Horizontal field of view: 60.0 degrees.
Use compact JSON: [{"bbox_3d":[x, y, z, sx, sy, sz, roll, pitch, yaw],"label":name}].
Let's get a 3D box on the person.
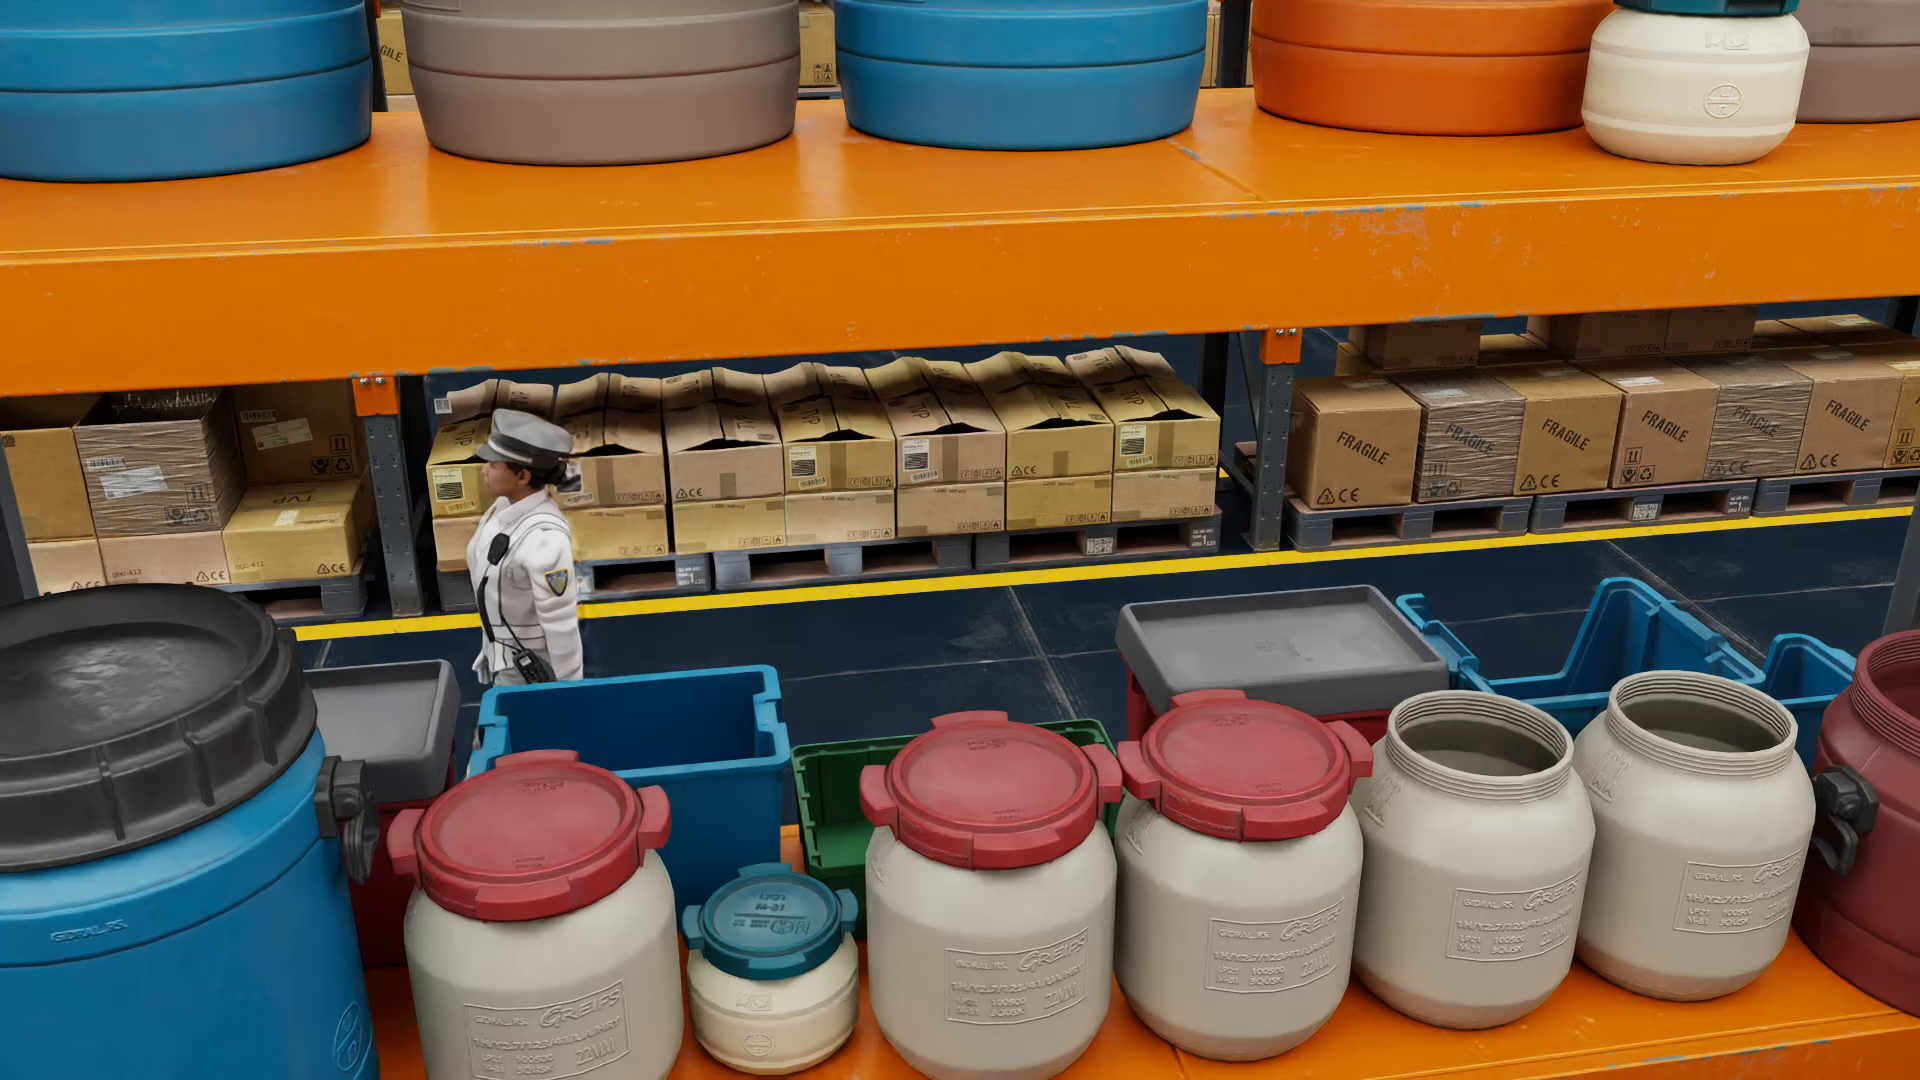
[{"bbox_3d":[-1.321,0.366,5.198,0.916,1.647,0.499,-9,25,-20],"label":"person"}]
